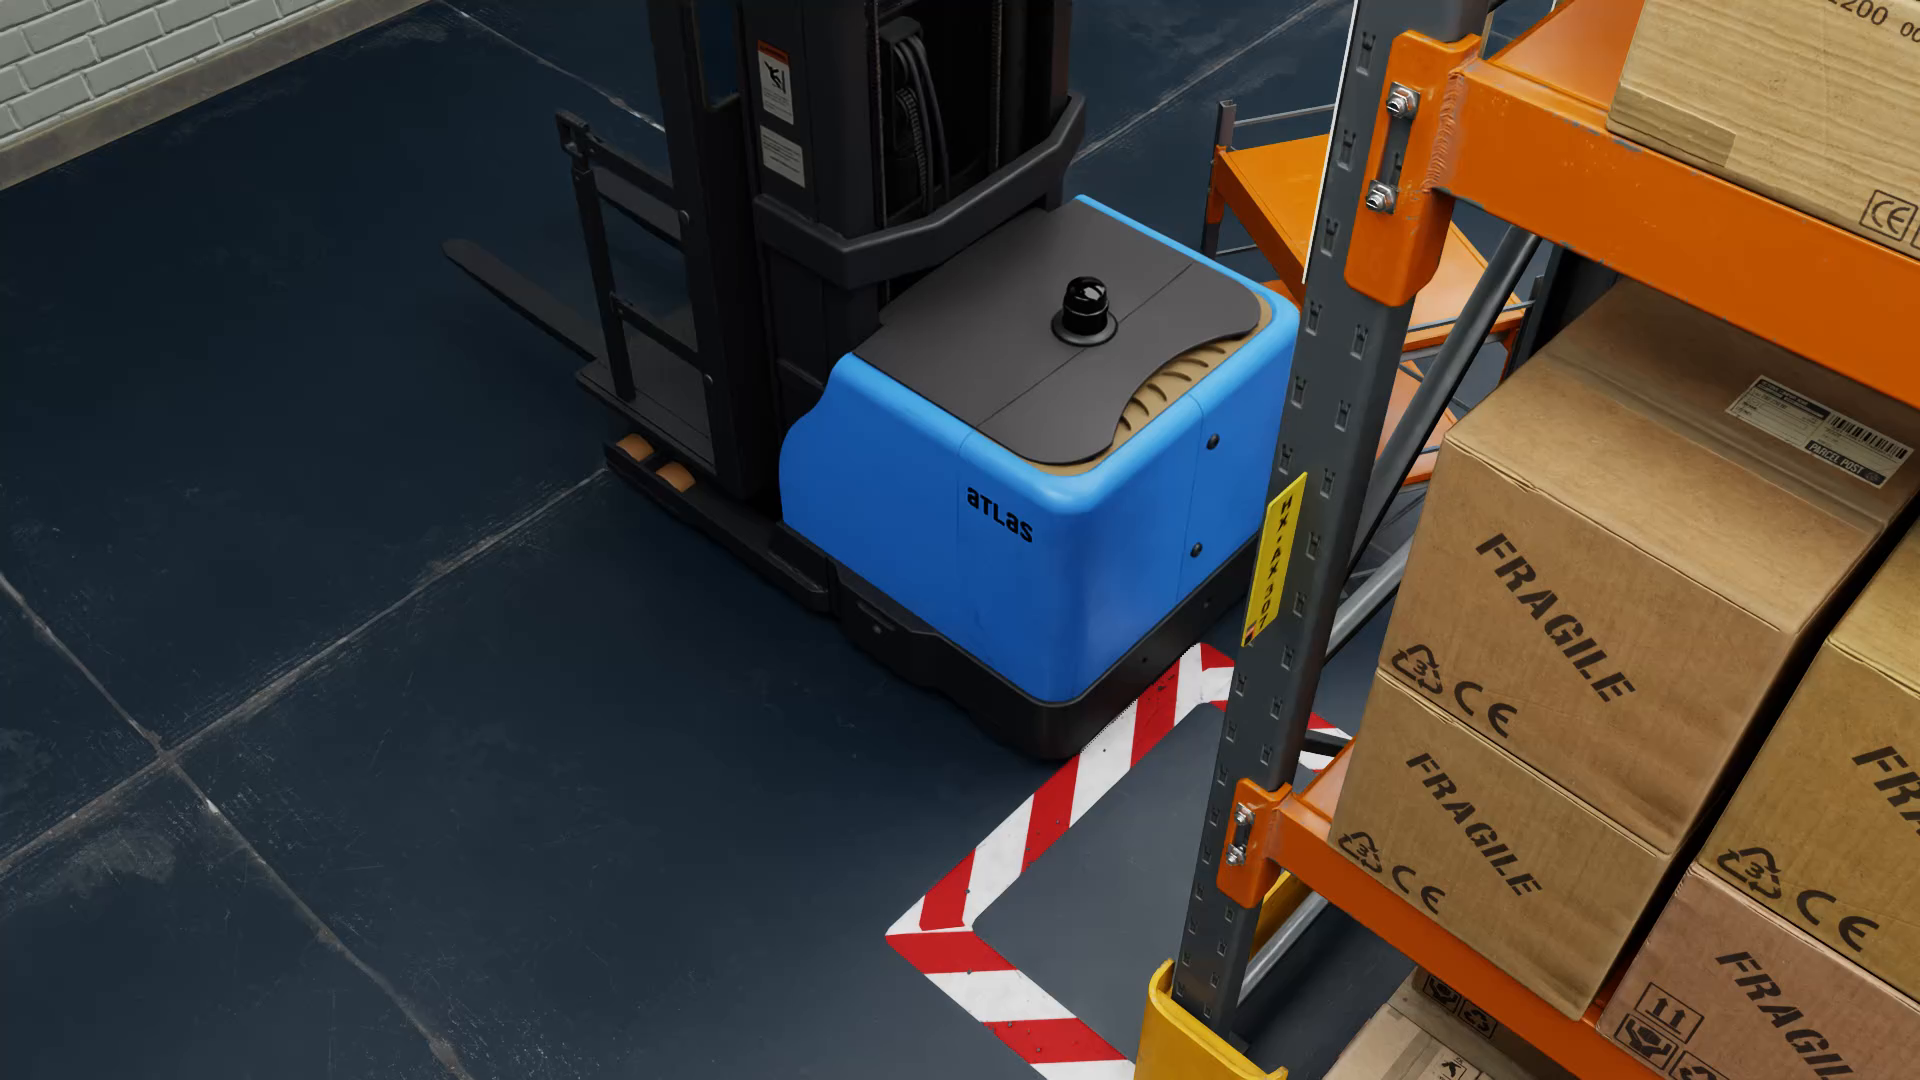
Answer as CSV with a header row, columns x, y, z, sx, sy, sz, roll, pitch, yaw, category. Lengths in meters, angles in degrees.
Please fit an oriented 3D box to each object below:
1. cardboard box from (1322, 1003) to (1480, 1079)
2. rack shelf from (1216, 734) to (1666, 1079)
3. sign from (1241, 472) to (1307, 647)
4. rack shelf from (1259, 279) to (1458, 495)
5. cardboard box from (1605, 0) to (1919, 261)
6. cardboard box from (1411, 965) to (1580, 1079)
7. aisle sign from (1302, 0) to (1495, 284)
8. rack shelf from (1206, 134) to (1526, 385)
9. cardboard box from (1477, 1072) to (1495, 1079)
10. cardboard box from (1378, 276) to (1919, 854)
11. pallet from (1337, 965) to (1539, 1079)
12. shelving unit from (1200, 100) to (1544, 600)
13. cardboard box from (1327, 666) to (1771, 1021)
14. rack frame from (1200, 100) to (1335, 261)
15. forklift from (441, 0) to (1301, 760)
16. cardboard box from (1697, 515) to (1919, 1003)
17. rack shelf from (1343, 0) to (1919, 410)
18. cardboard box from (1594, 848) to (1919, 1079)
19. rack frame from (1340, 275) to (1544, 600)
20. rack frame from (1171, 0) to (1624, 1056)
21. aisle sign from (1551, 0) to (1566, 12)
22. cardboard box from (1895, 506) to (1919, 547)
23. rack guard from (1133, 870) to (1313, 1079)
x,y,z,sx,sy,sz,roll,pitch,yaw,category
0.928,1.256,3.667,0.250,0.149,0.380,34,55,28,cardboard box
2.323,1.275,2.489,4.000,0.370,1.077,34,55,28,rack shelf
0.485,0.034,2.567,0.005,0.325,0.100,34,55,28,sign
1.163,-0.436,5.223,0.538,0.278,1.000,-13,48,-12,rack shelf
1.058,-0.546,1.750,0.500,0.250,0.500,34,55,28,cardboard box
1.420,0.881,3.778,0.500,0.500,0.500,34,55,28,cardboard box
0.604,-0.727,2.092,0.004,0.787,0.394,34,55,28,aisle sign
1.163,-0.803,4.831,0.538,0.278,1.000,-13,48,-12,rack shelf
1.111,1.374,3.544,0.250,0.166,0.380,34,55,28,cardboard box
1.000,0.024,2.416,0.500,0.500,0.500,36,56,29,cardboard box
1.495,1.425,3.767,1.213,0.211,1.003,34,55,28,pallet
1.163,-0.603,5.044,0.538,1.125,1.048,-13,48,-12,shelving unit
1.000,0.366,2.780,0.500,0.500,0.500,35,56,28,cardboard box
1.011,-0.957,5.377,0.500,1.125,0.032,-13,48,-12,rack frame
-0.510,-1.341,4.498,3.031,2.935,1.130,33,55,27,forklift
1.390,0.278,2.177,0.500,0.500,0.500,35,56,28,cardboard box
2.323,0.248,1.396,4.000,0.370,1.077,34,55,28,rack shelf
1.383,0.618,2.543,0.500,0.500,0.500,33,55,27,cardboard box
1.315,-0.249,4.712,0.500,1.125,0.032,-13,48,-12,rack frame
0.853,0.040,3.155,0.127,3.000,1.000,34,55,28,rack frame
1.011,-1.048,2.393,0.004,0.787,0.394,34,55,28,aisle sign
1.738,-0.015,2.452,0.500,0.500,0.500,35,56,29,cardboard box
0.909,0.933,4.031,0.348,0.500,1.175,34,55,28,rack guard
